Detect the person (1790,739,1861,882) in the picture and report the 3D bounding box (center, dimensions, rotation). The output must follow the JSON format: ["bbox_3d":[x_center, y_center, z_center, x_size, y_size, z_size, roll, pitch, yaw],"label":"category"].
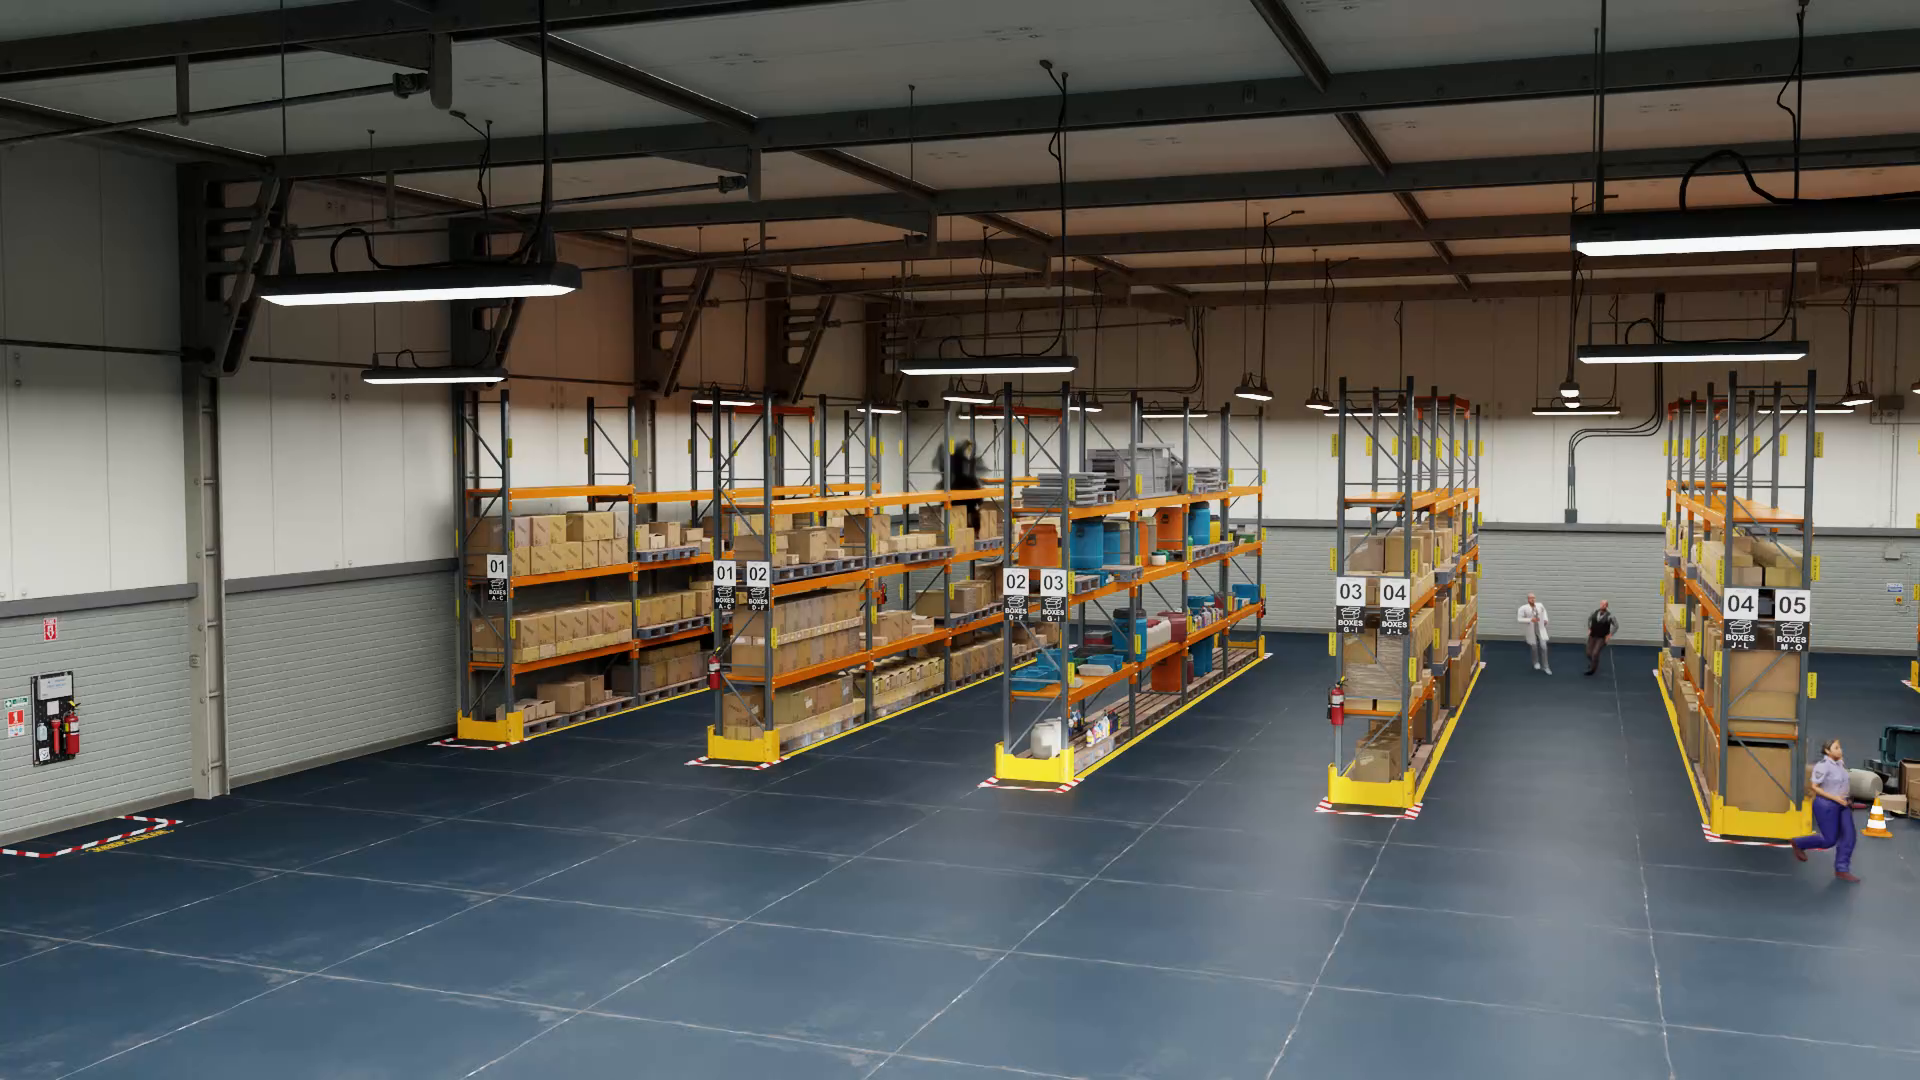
[{"bbox_3d":[10.152,3.130,19.438,0.607,1.630,0.779,-2,4,-33],"label":"person"}]

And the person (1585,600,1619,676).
[{"bbox_3d":[14.169,2.153,36.712,0.732,1.678,0.622,3,4,41],"label":"person"}]

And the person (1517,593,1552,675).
[{"bbox_3d":[12.810,2.186,37.267,0.709,1.631,0.911,0,3,4],"label":"person"}]
